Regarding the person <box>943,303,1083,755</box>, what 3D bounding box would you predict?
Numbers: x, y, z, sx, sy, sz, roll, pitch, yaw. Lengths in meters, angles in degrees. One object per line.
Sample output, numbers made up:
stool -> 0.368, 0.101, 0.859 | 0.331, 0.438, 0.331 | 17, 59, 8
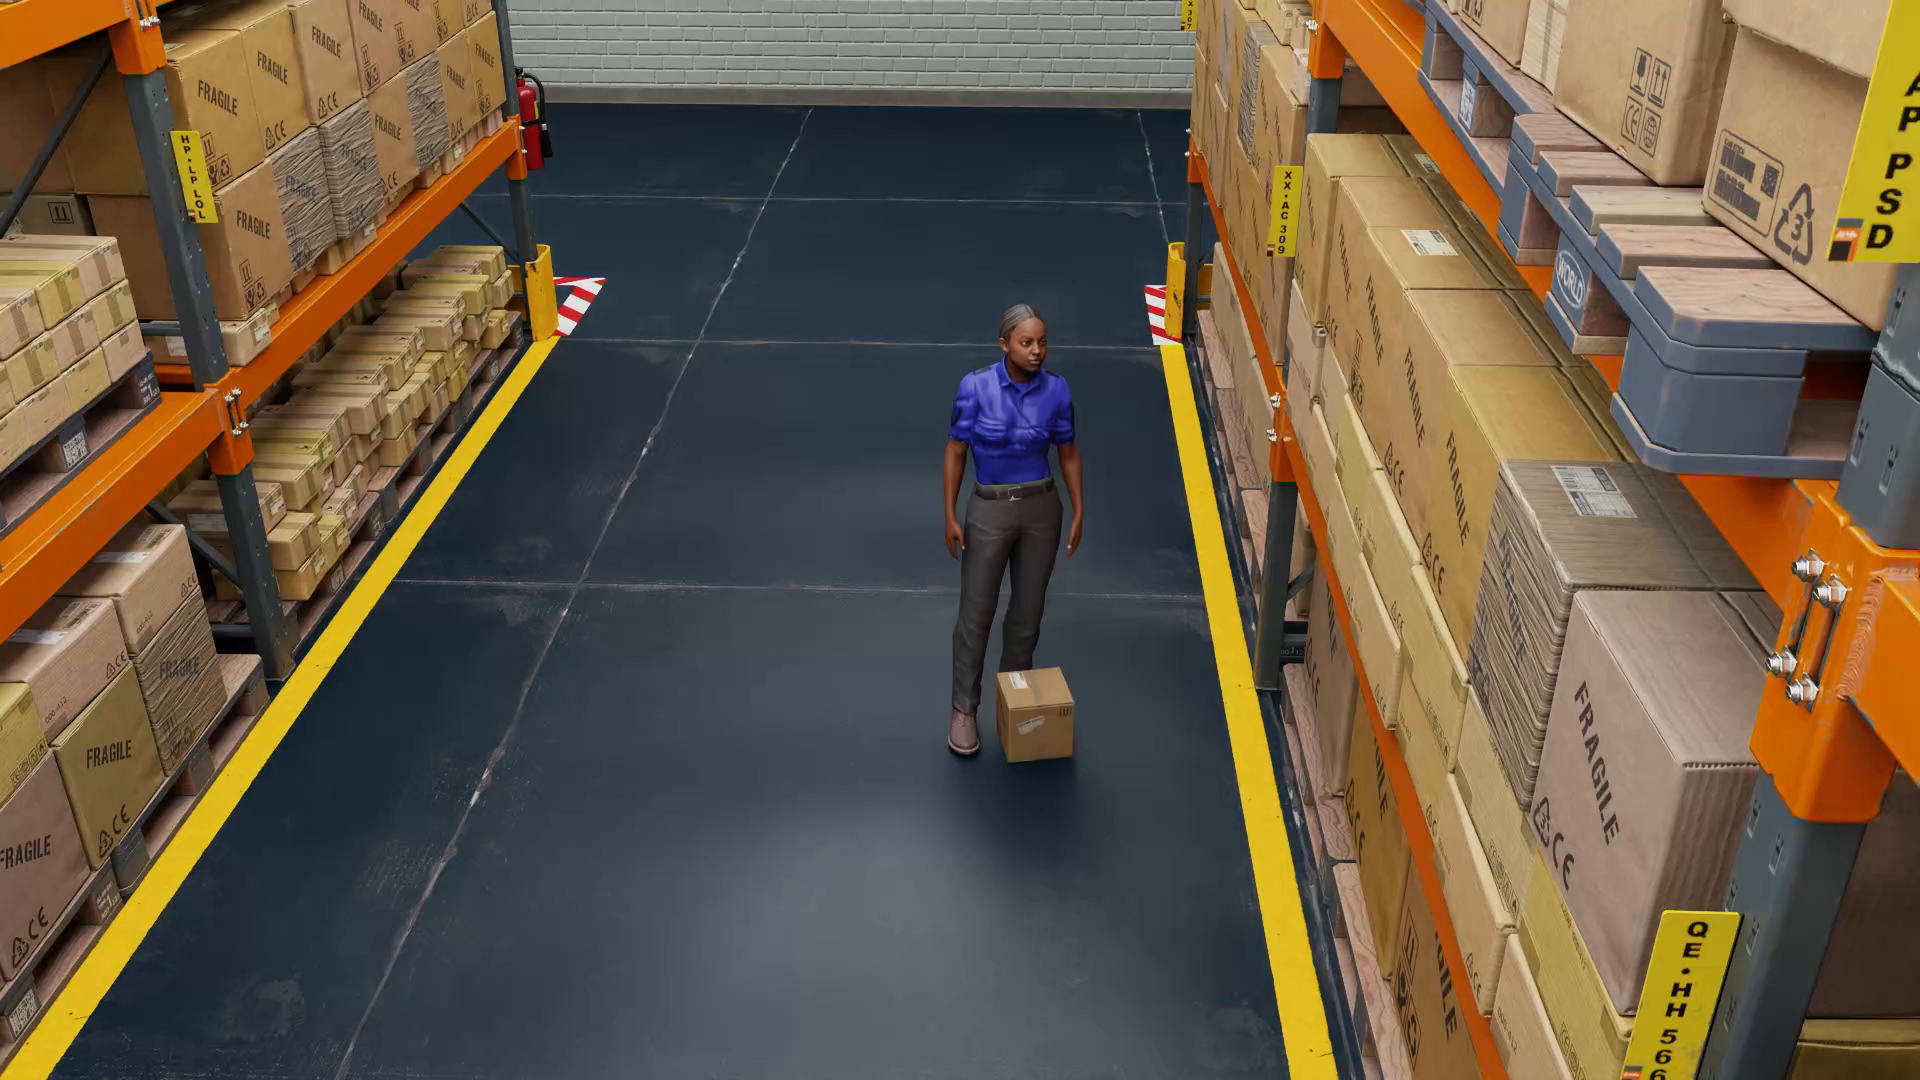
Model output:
person -> 0.201, -0.040, 6.186 | 0.569, 1.654, 0.504 | -6, 29, -10
